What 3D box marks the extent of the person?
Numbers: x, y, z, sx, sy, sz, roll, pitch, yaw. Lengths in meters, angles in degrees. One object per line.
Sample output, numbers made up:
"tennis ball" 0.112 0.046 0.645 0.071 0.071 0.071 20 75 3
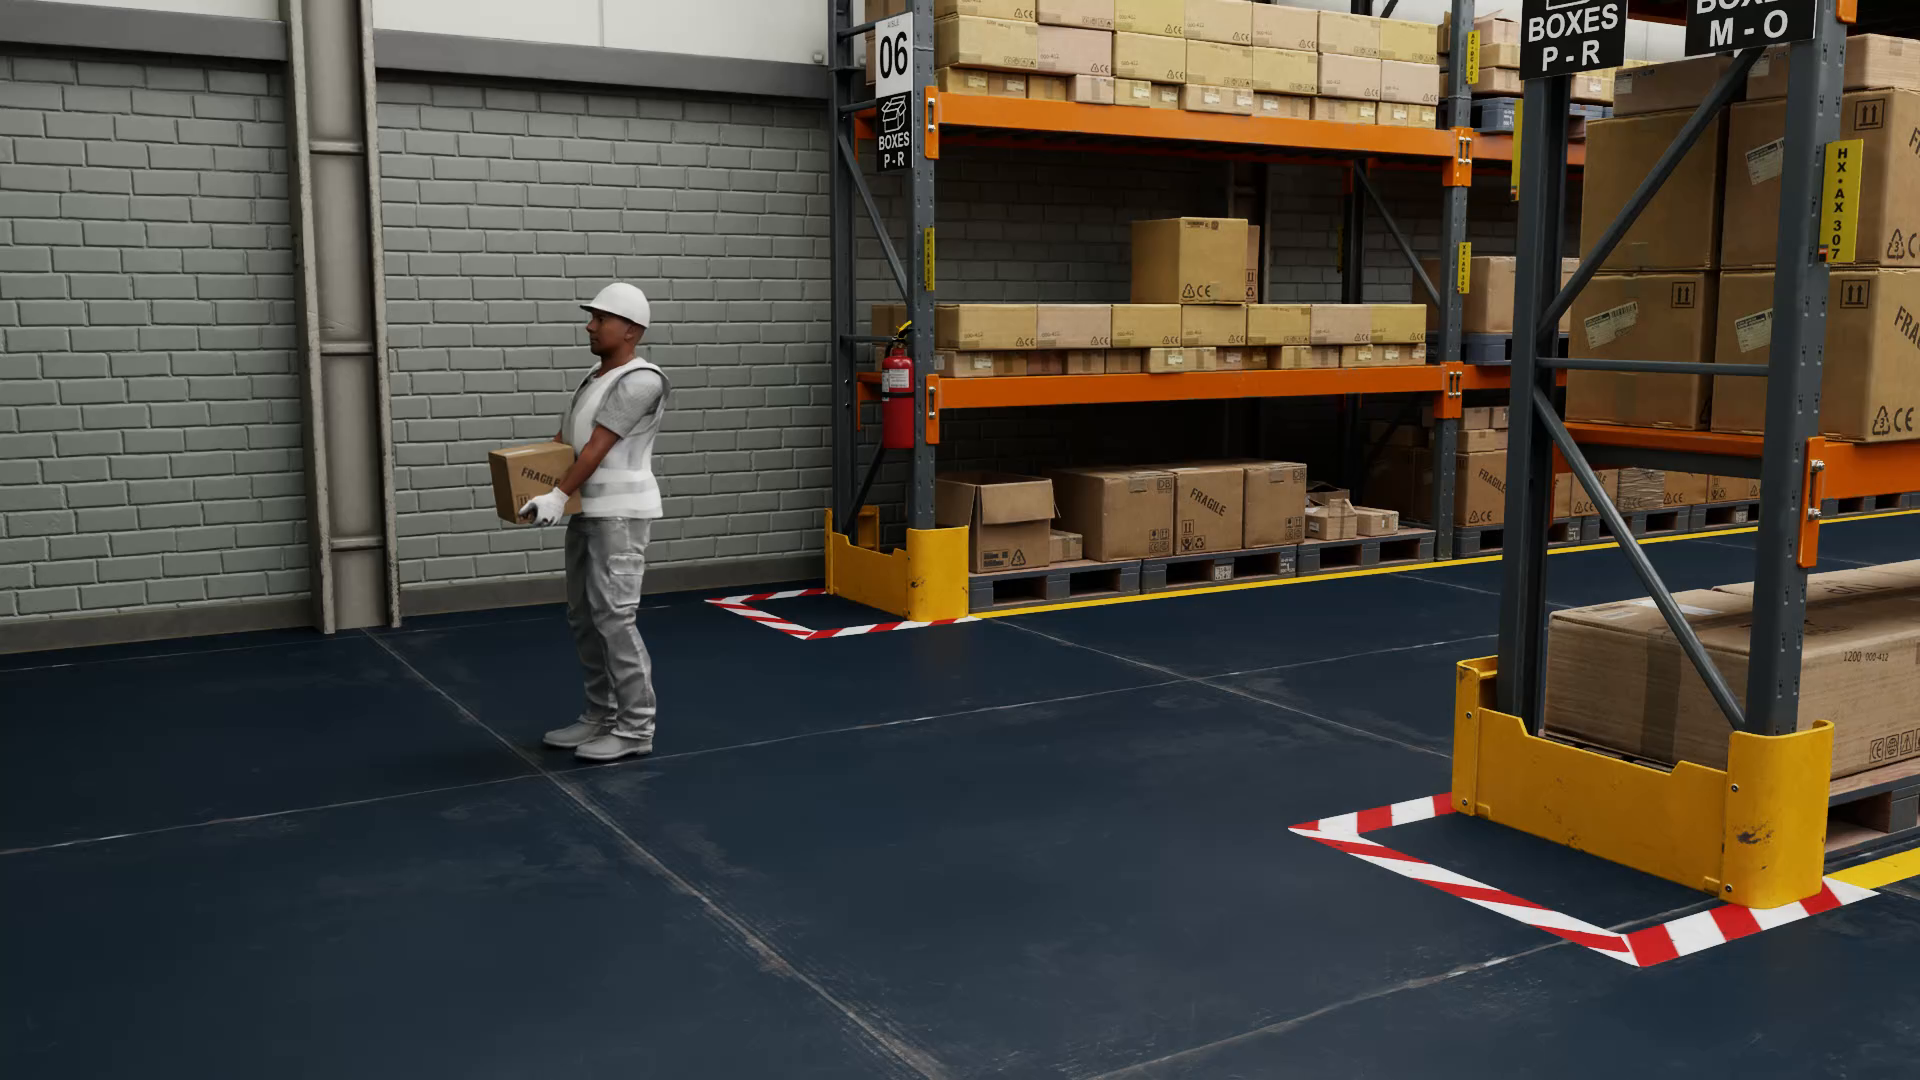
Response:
"person" -1.406 -0.068 6.251 0.574 1.778 0.487 -5 9 -30
